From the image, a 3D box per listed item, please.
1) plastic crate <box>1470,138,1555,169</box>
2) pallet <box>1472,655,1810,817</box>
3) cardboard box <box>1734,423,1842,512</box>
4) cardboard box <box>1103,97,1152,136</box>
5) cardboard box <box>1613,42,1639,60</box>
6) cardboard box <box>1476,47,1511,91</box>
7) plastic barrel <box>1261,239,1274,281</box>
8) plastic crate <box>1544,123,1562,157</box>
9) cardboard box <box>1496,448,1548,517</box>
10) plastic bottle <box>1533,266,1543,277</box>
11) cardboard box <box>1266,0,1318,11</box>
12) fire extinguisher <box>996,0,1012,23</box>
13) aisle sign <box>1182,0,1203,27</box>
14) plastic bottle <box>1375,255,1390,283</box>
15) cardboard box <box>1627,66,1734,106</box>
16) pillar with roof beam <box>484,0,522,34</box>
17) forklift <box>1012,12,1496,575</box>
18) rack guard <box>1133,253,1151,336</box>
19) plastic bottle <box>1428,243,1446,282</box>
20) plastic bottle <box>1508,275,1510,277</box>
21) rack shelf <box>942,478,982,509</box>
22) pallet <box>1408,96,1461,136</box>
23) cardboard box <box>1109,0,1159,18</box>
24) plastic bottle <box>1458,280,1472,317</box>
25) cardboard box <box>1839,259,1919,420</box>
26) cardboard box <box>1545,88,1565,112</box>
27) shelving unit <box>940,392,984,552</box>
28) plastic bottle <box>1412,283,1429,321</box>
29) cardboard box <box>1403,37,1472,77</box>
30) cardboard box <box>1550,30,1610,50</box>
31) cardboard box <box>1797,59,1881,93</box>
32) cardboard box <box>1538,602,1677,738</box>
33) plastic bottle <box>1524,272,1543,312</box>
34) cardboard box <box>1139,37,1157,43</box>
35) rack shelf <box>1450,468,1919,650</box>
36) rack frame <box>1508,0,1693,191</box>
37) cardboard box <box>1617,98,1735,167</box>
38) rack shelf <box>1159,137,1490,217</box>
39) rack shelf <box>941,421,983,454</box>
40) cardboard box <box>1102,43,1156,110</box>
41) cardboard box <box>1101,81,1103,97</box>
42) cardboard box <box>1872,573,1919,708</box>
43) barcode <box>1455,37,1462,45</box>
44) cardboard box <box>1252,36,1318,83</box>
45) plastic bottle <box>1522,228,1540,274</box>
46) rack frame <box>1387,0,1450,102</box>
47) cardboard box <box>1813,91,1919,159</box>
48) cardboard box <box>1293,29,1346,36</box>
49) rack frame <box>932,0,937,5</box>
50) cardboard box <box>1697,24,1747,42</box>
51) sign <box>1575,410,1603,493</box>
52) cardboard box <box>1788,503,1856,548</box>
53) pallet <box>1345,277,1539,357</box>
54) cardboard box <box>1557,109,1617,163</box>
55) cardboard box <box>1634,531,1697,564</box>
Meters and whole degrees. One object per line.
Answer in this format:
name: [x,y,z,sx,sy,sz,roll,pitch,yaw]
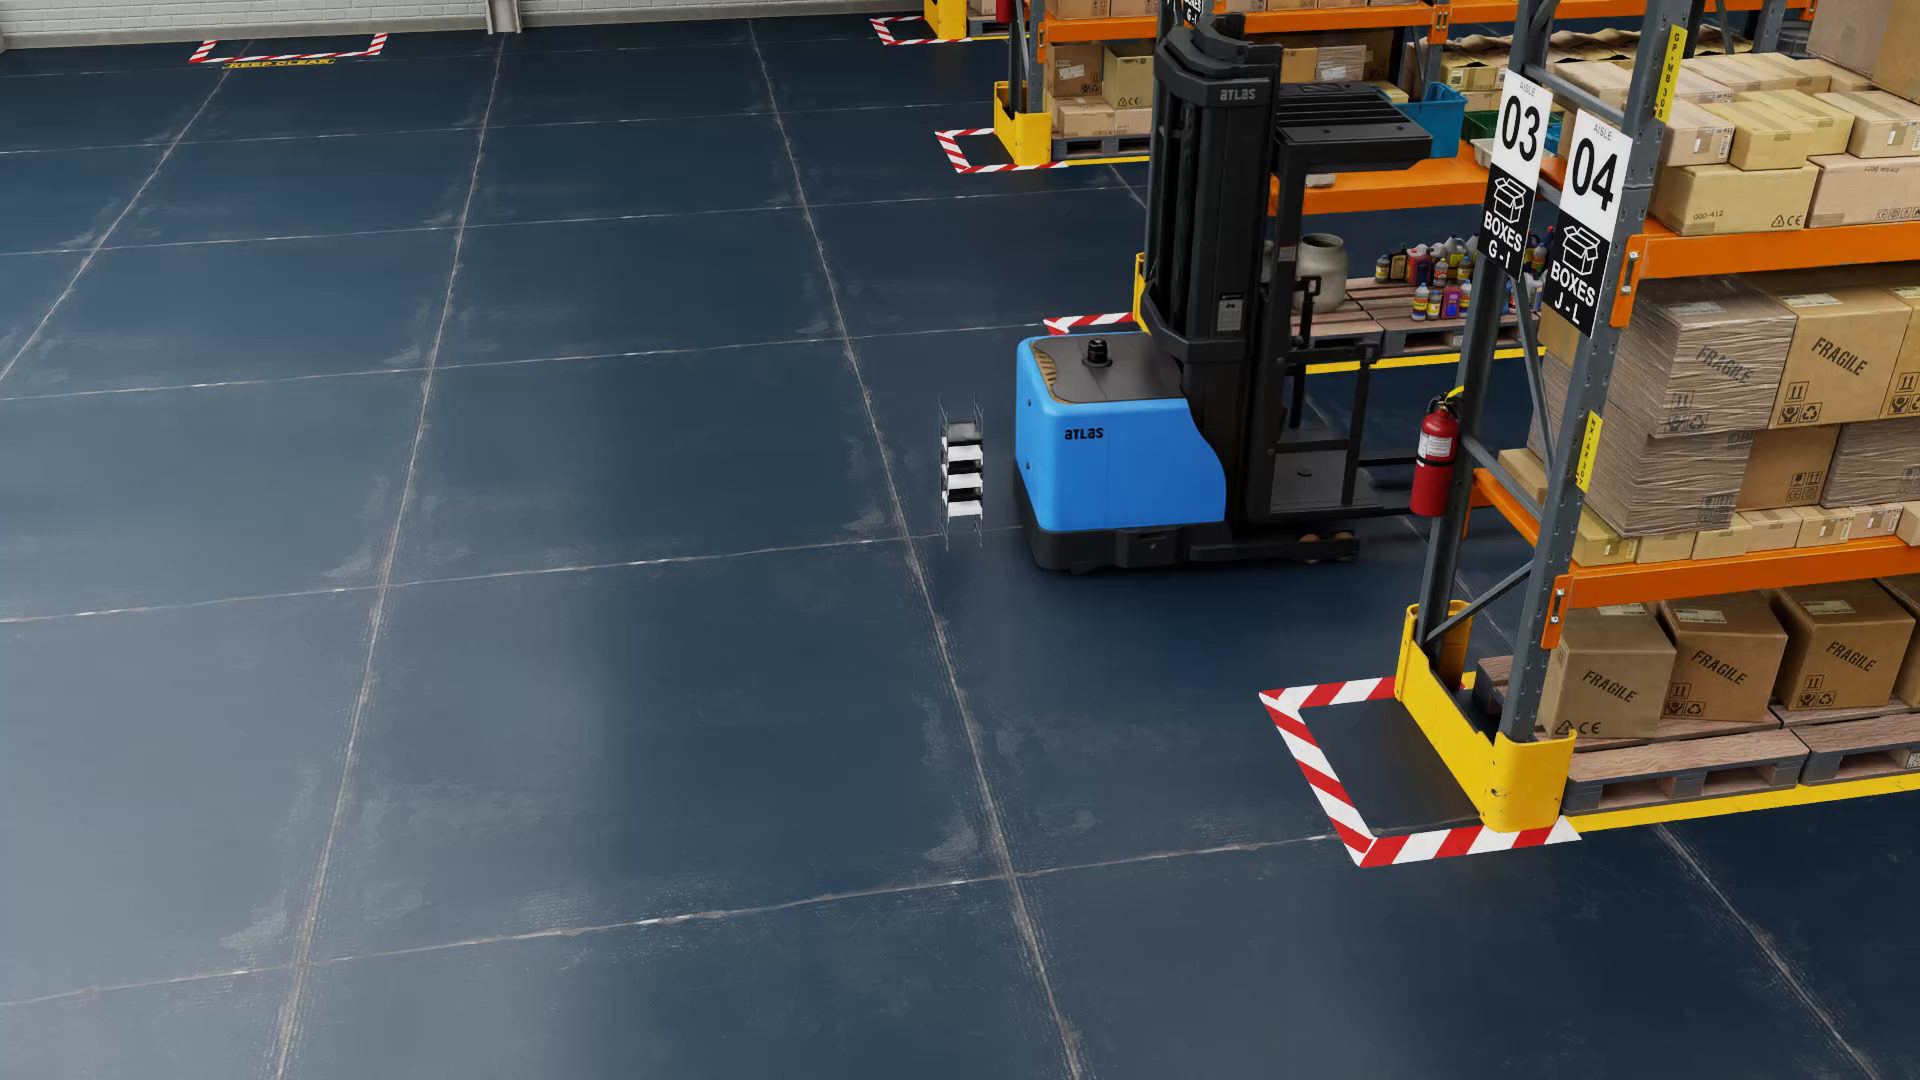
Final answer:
plastic crate: [3.906,-2.697,11.752,0.437,0.136,0.530,-5,31,-9]
pallet: [3.295,0.888,8.146,1.213,0.211,1.003,-5,31,-9]
cardboard box: [3.431,-0.564,7.472,0.500,0.500,0.875,-5,31,-9]
cardboard box: [1.693,-4.171,16.298,0.500,0.250,0.500,-5,31,-9]
cardboard box: [7.025,-4.892,16.970,0.500,0.311,0.500,-5,31,-9]
cardboard box: [5.514,-4.749,16.727,0.500,0.311,0.500,-6,31,-10]
plastic barrel: [2.156,-1.927,12.222,0.421,0.512,0.421,0,30,0]
plastic crate: [4.418,-2.785,11.788,0.616,0.251,0.499,-5,31,-9]
cardboard box: [2.658,-0.271,7.614,0.250,0.149,0.380,-5,31,-9]
plastic bottle: [4.326,-1.903,12.388,0.133,0.283,0.061,-5,31,-9]
cardboard box: [3.122,-5.460,16.091,0.500,0.500,0.700,-5,31,-8]
fire extinguisher: [0.434,-5.378,16.127,0.183,0.674,0.296,-5,31,-9]
aisle sign: [1.505,-3.688,10.613,0.004,0.787,0.394,-5,31,-9]
plastic bottle: [3.250,-2.090,12.786,0.097,0.201,0.097,0,30,0]
cardboard box: [2.909,-1.797,6.757,0.250,0.149,0.380,-6,31,-11]
pillar with roof beam: [-4.855,-8.047,14.671,0.400,9.000,9.100,-5,31,-9]
forklift: [1.881,-1.389,9.336,3.031,2.935,1.130,-4,31,-6]
rack guard: [1.589,-1.673,12.216,0.348,0.500,1.175,-5,31,-9]
plastic bottle: [3.640,-2.144,12.804,0.135,0.276,0.152,-6,31,-10]
plastic bottle: [4.265,-2.183,12.875,0.097,0.271,0.097,0,30,0]
rack shelf: [0.008,-0.282,9.700,0.200,0.077,0.258,-5,31,-9]
pallet: [5.286,-4.440,17.207,1.213,0.211,1.003,-5,31,-9]
cardboard box: [1.611,-5.320,15.854,0.500,0.500,0.700,-5,31,-8]
plastic bottle: [3.699,-1.775,12.182,0.097,0.271,0.097,0,30,0]
cardboard box: [3.990,-0.856,6.982,0.500,0.500,0.500,-5,31,-9]
cardboard box: [6.022,-4.559,16.957,0.500,0.250,0.500,-6,31,-10]
shelving unit: [0.008,-0.389,9.638,0.210,0.900,0.258,-5,31,-9]
plastic bottle: [3.362,-1.744,12.128,0.097,0.271,0.097,0,30,0]
cardboard box: [4.916,-4.973,17.107,0.500,0.311,0.500,-5,31,-9]
cardboard box: [6.412,-5.112,17.344,0.500,0.311,0.500,-6,31,-10]
cardboard box: [3.667,-1.872,6.884,0.250,0.149,0.380,-5,31,-8]
cardboard box: [3.032,0.597,7.941,0.500,0.500,0.500,0,30,0]
plastic bottle: [4.209,-1.838,12.285,0.135,0.276,0.152,-5,31,-8]
cardboard box: [2.089,-4.805,16.636,0.500,0.500,0.500,-5,31,-9]
rack shelf: [4.382,-0.123,7.824,4.000,0.370,1.077,-5,31,-9]
rack frame: [2.415,-2.837,5.811,0.127,3.000,1.000,-5,31,-9]
cardboard box: [2.727,-1.561,6.355,0.250,0.149,0.380,-6,31,-9]
rack shelf: [3.490,-2.593,12.024,4.000,0.370,1.077,-5,31,-9]
rack shelf: [0.008,-0.593,9.518,0.200,0.077,0.258,-5,31,-9]
cardboard box: [1.693,-4.494,16.106,0.500,0.500,0.500,-5,31,-9]
cardboard box: [1.598,-4.434,16.744,0.500,0.250,0.500,-5,31,-9]
cardboard box: [4.790,0.449,8.193,0.500,0.500,0.500,-8,31,-13]
barcode: [4.895,-4.897,16.318,0.075,0.075,0.001,-5,31,-9]
cardboard box: [3.167,-4.636,16.347,0.500,0.500,0.500,-5,31,-9]
plastic bottle: [4.403,-2.249,12.909,0.185,0.351,0.144,-7,31,-11]
rack frame: [4.569,-5.555,16.353,0.127,3.000,1.000,-5,31,-9]
cardboard box: [3.507,-1.610,6.439,0.250,0.149,0.380,-4,31,-7]
cardboard box: [3.566,-4.939,16.862,0.500,0.500,0.500,-5,31,-9]
rack frame: [-0.262,-7.660,19.932,0.127,3.000,1.000,-5,31,-9]
cardboard box: [7.935,-5.257,17.590,0.500,0.311,0.500,-4,31,-7]
sign: [2.513,-0.353,6.652,0.005,0.325,0.100,-5,31,-9]
cardboard box: [3.725,-0.131,7.375,0.250,0.149,0.380,-5,31,-9]
pallet: [3.587,-1.730,12.598,1.213,0.211,1.003,-5,31,-9]
cardboard box: [2.843,-1.650,6.899,0.500,0.250,0.500,-5,31,-8]
cardboard box: [2.987,-0.063,7.260,0.250,0.149,0.380,-5,31,-9]
